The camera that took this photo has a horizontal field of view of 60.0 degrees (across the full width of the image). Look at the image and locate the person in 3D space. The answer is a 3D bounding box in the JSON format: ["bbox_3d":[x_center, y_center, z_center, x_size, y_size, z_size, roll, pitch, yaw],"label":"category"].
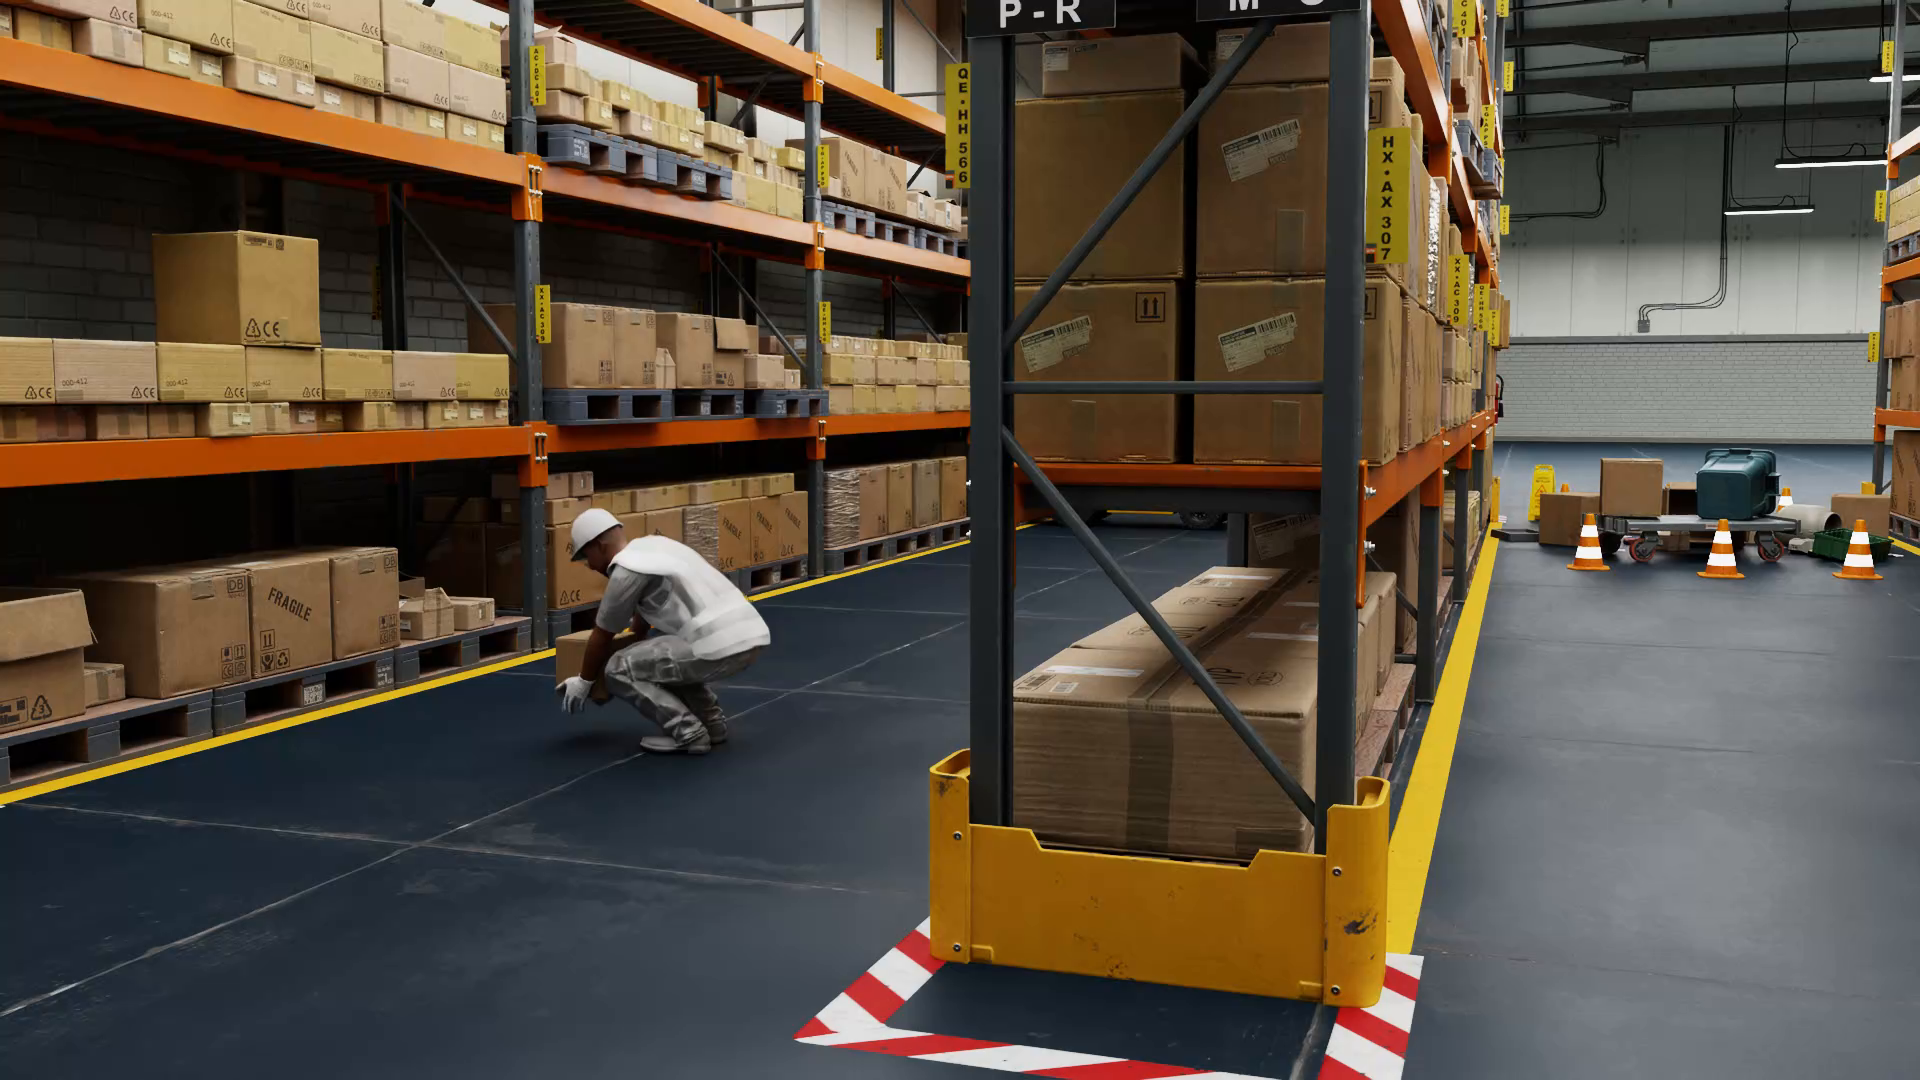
[{"bbox_3d":[-1.268,0.374,7.034,0.891,1.011,0.560,2,5,18],"label":"person"}]
